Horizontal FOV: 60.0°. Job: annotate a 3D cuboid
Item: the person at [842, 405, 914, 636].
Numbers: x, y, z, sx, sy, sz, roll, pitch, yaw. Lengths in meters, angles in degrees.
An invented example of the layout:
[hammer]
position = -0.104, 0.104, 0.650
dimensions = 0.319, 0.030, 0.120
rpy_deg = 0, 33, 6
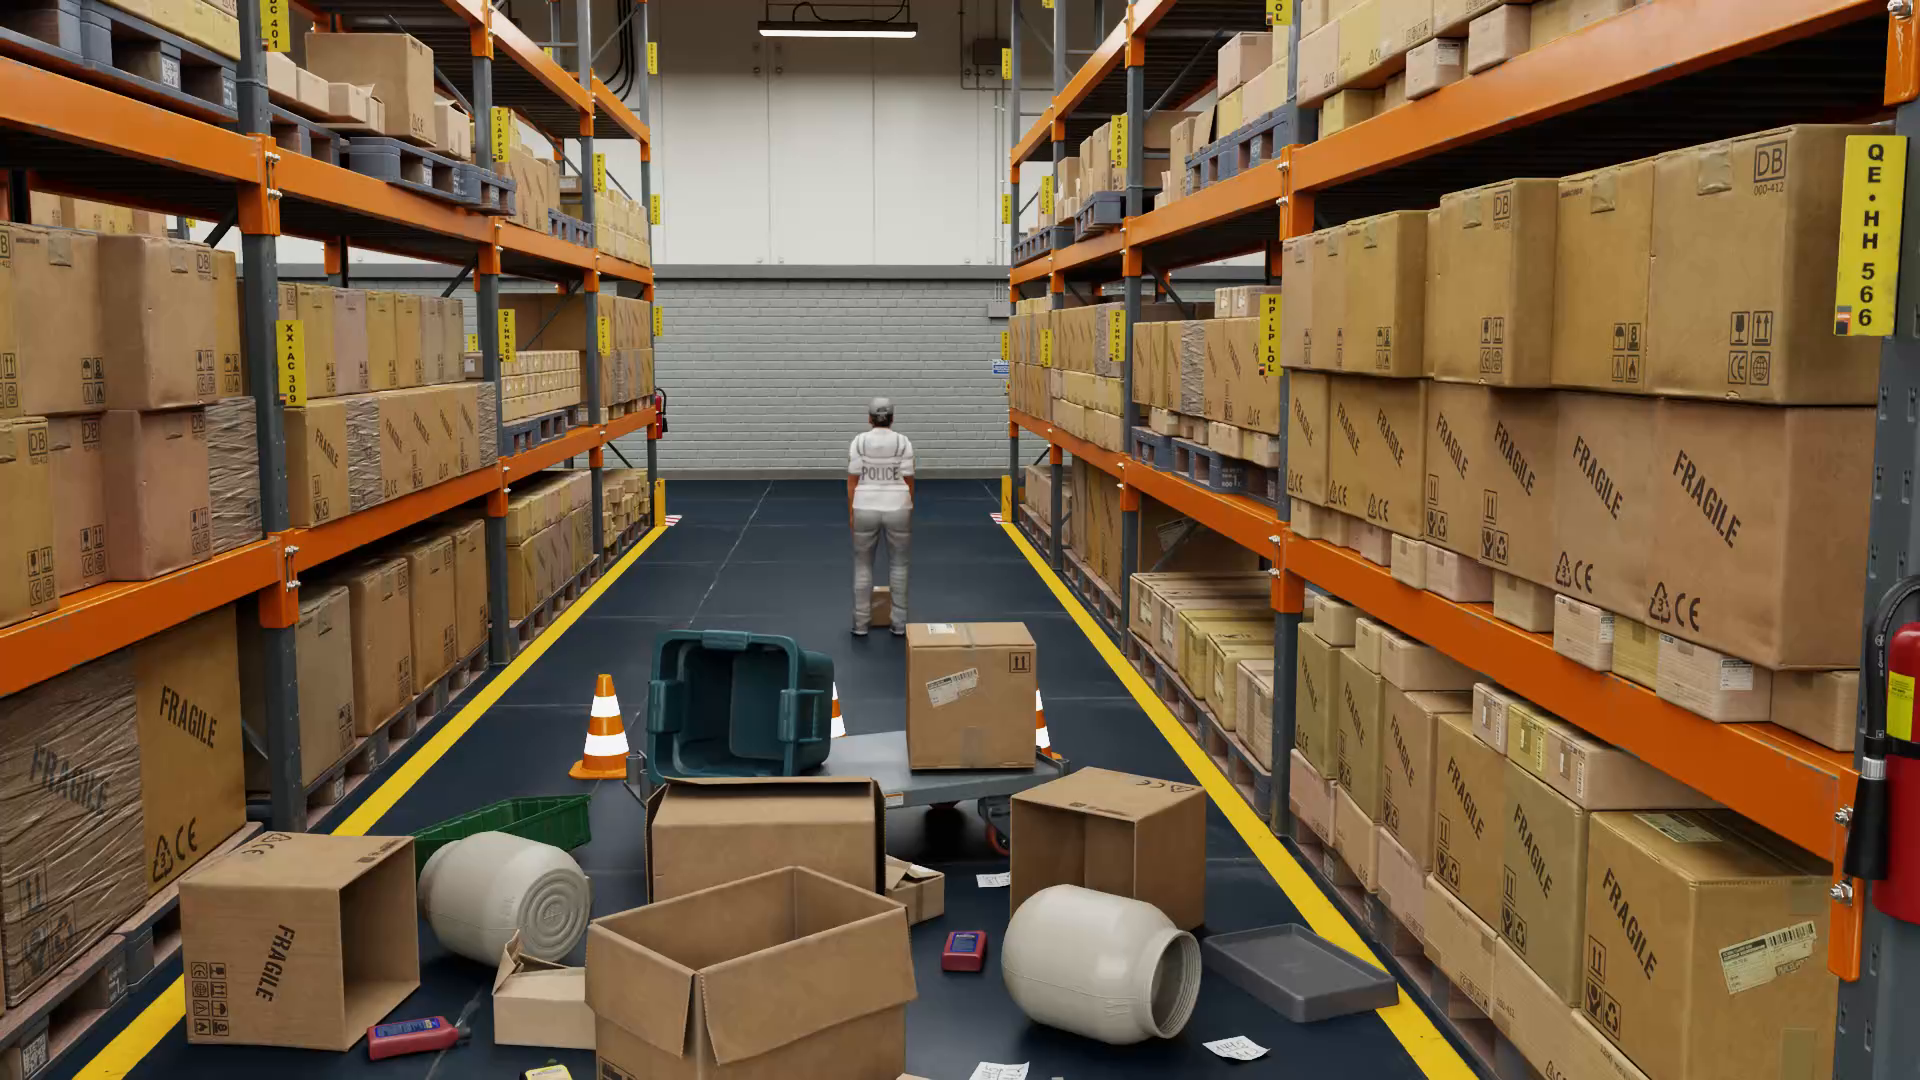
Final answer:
[person]
position = -0.570, -0.130, 11.587
dimensions = 0.500, 1.610, 0.496
rpy_deg = 0, 7, -2
